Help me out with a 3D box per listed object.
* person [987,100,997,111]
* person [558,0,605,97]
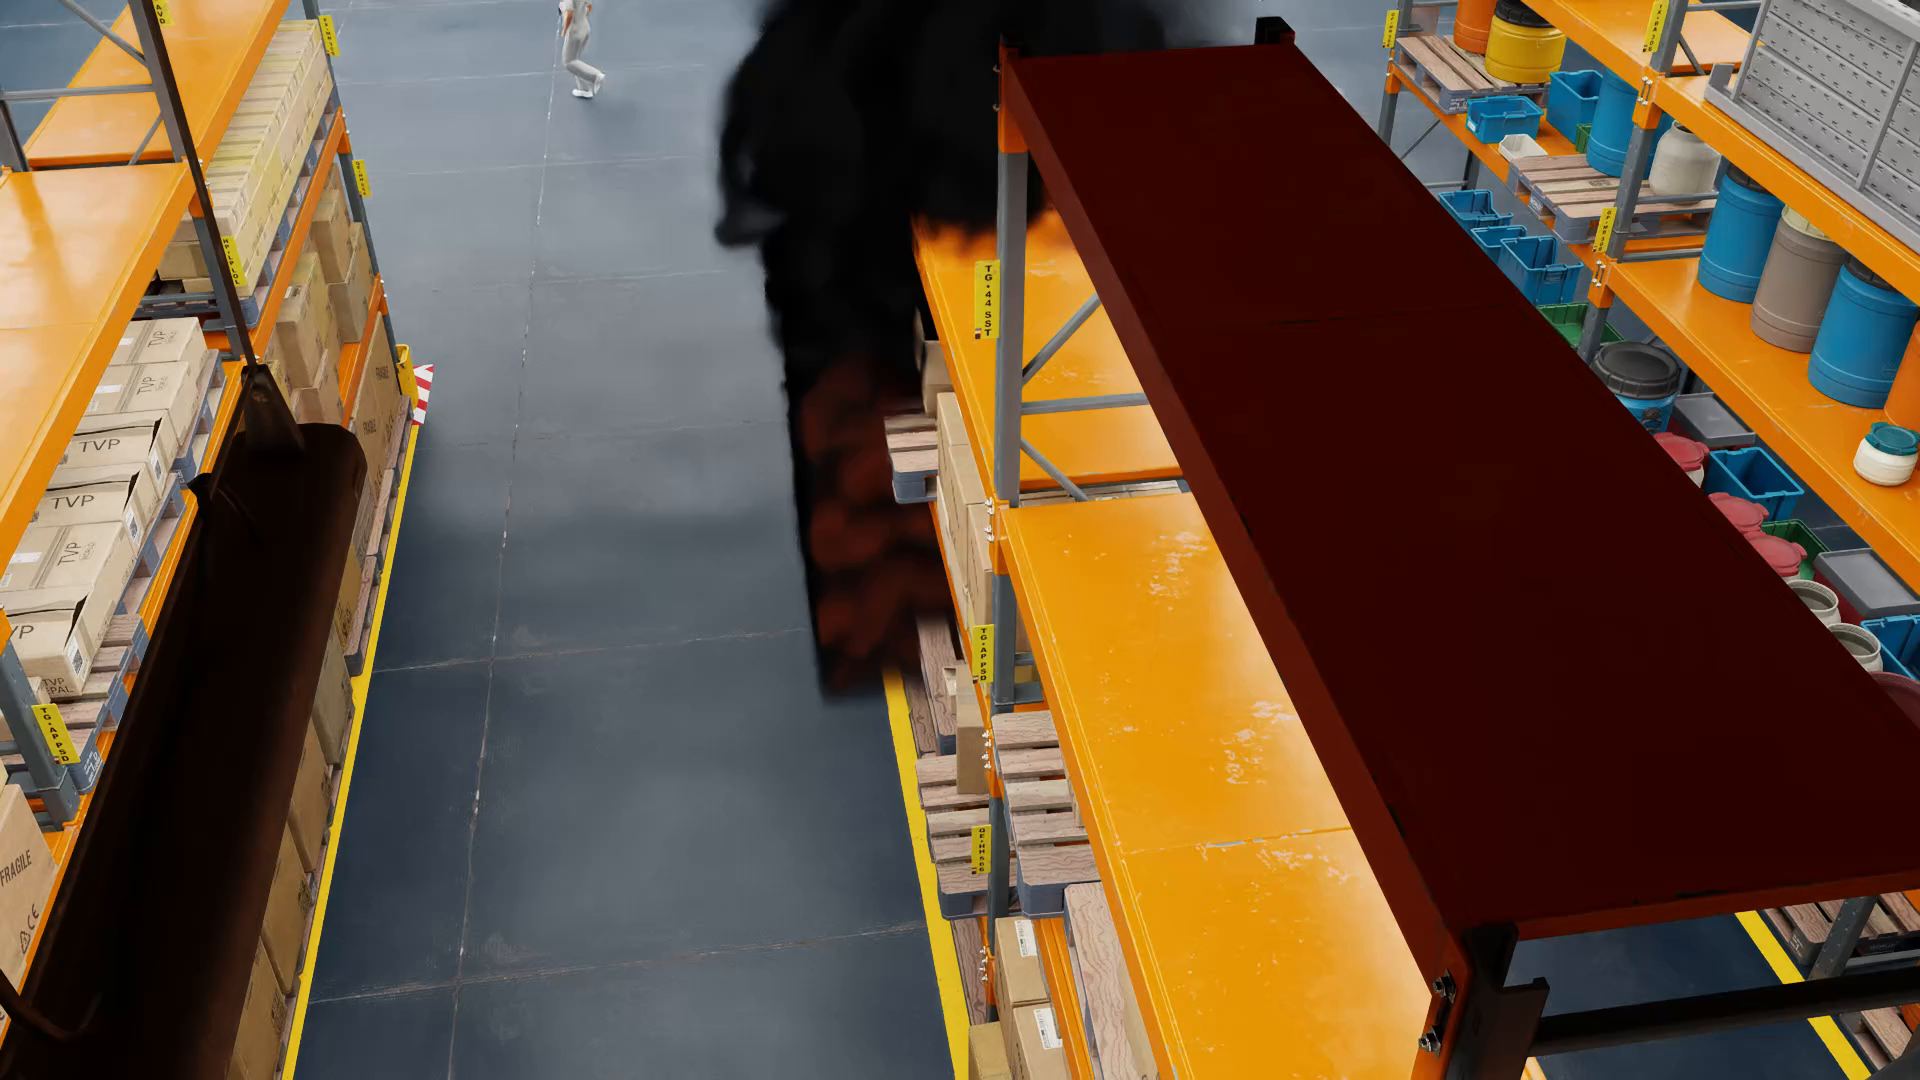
[{"bbox_3d":[0.595,-4.489,18.098,0.734,1.729,0.688,16,39,21],"label":"person"},{"bbox_3d":[-4.691,-6.265,20.625,0.590,1.617,0.595,12,38,16],"label":"person"}]
